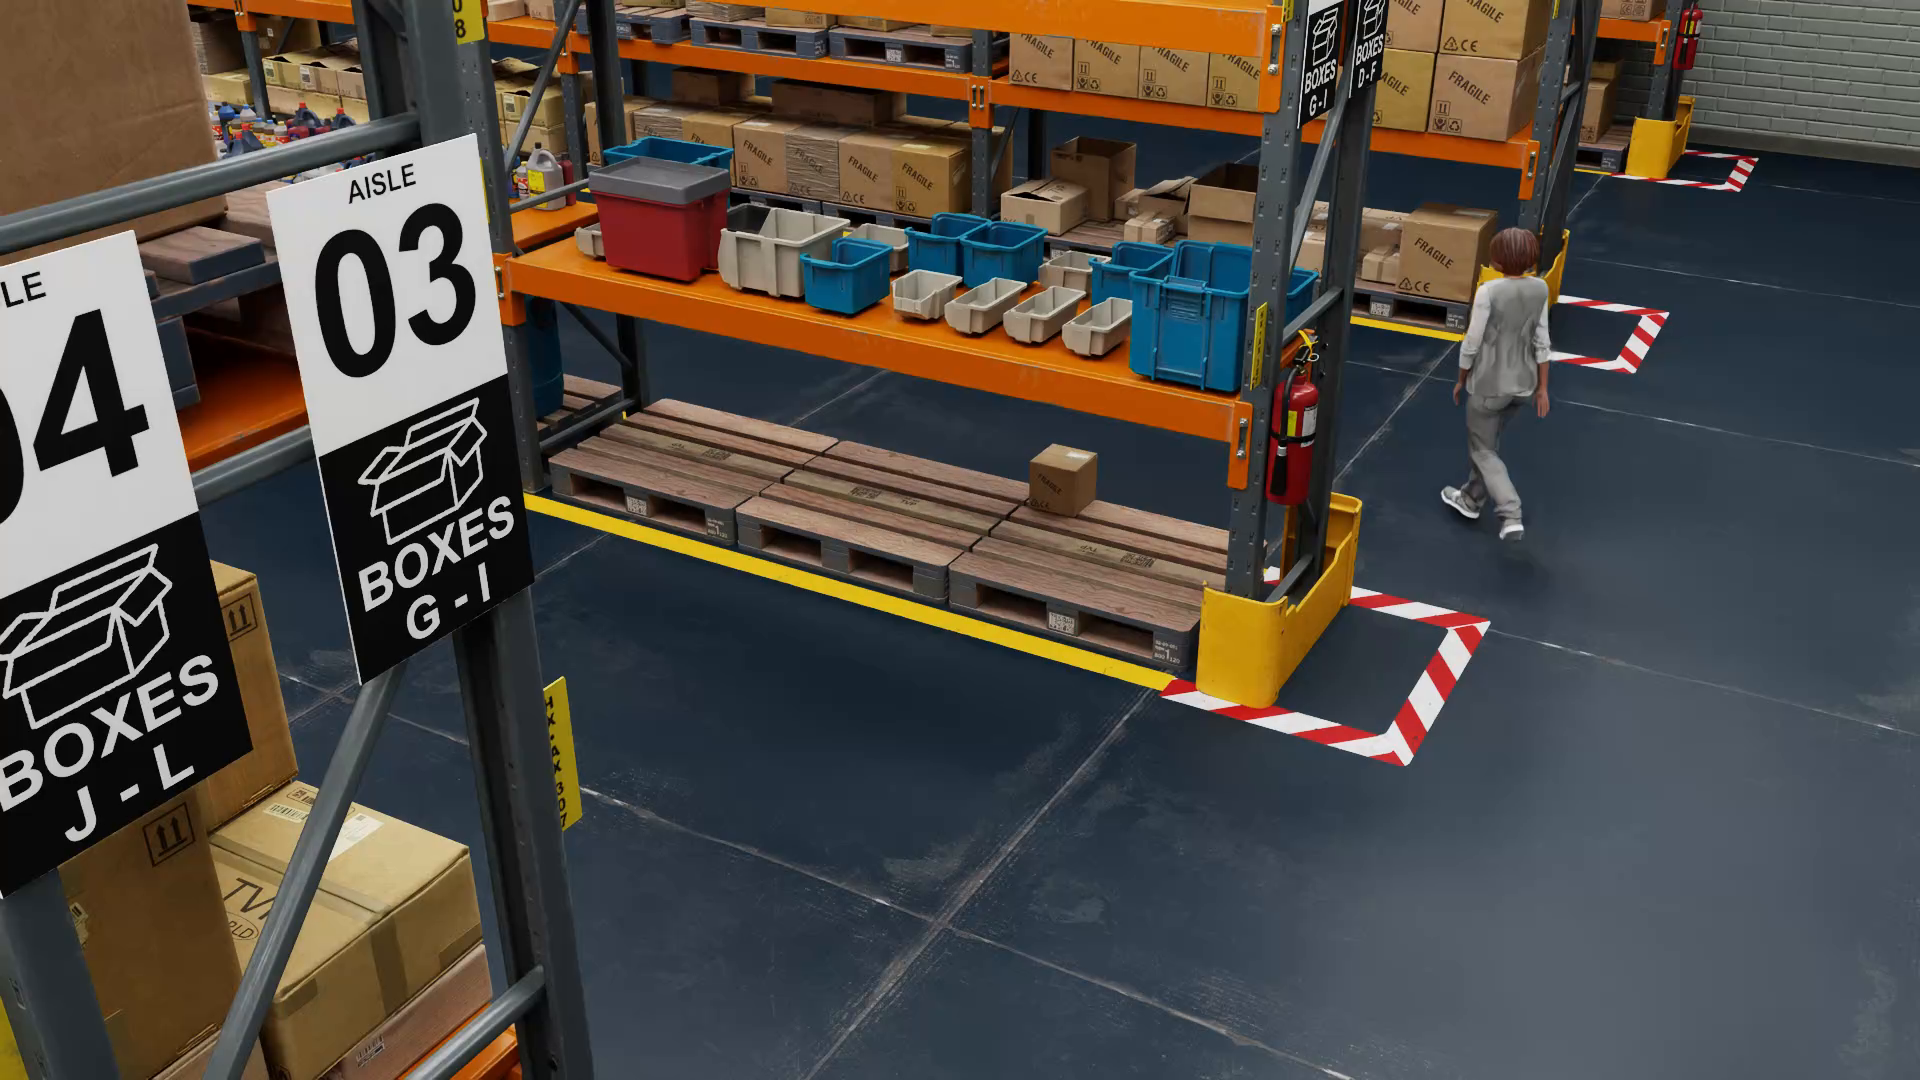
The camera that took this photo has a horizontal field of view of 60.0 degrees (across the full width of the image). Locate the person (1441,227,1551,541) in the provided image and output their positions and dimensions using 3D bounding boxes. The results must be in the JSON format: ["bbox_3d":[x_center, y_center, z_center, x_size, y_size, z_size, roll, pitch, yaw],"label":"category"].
[{"bbox_3d":[2.620,-0.737,8.075,0.442,1.548,0.787,-7,28,-14],"label":"person"}]
